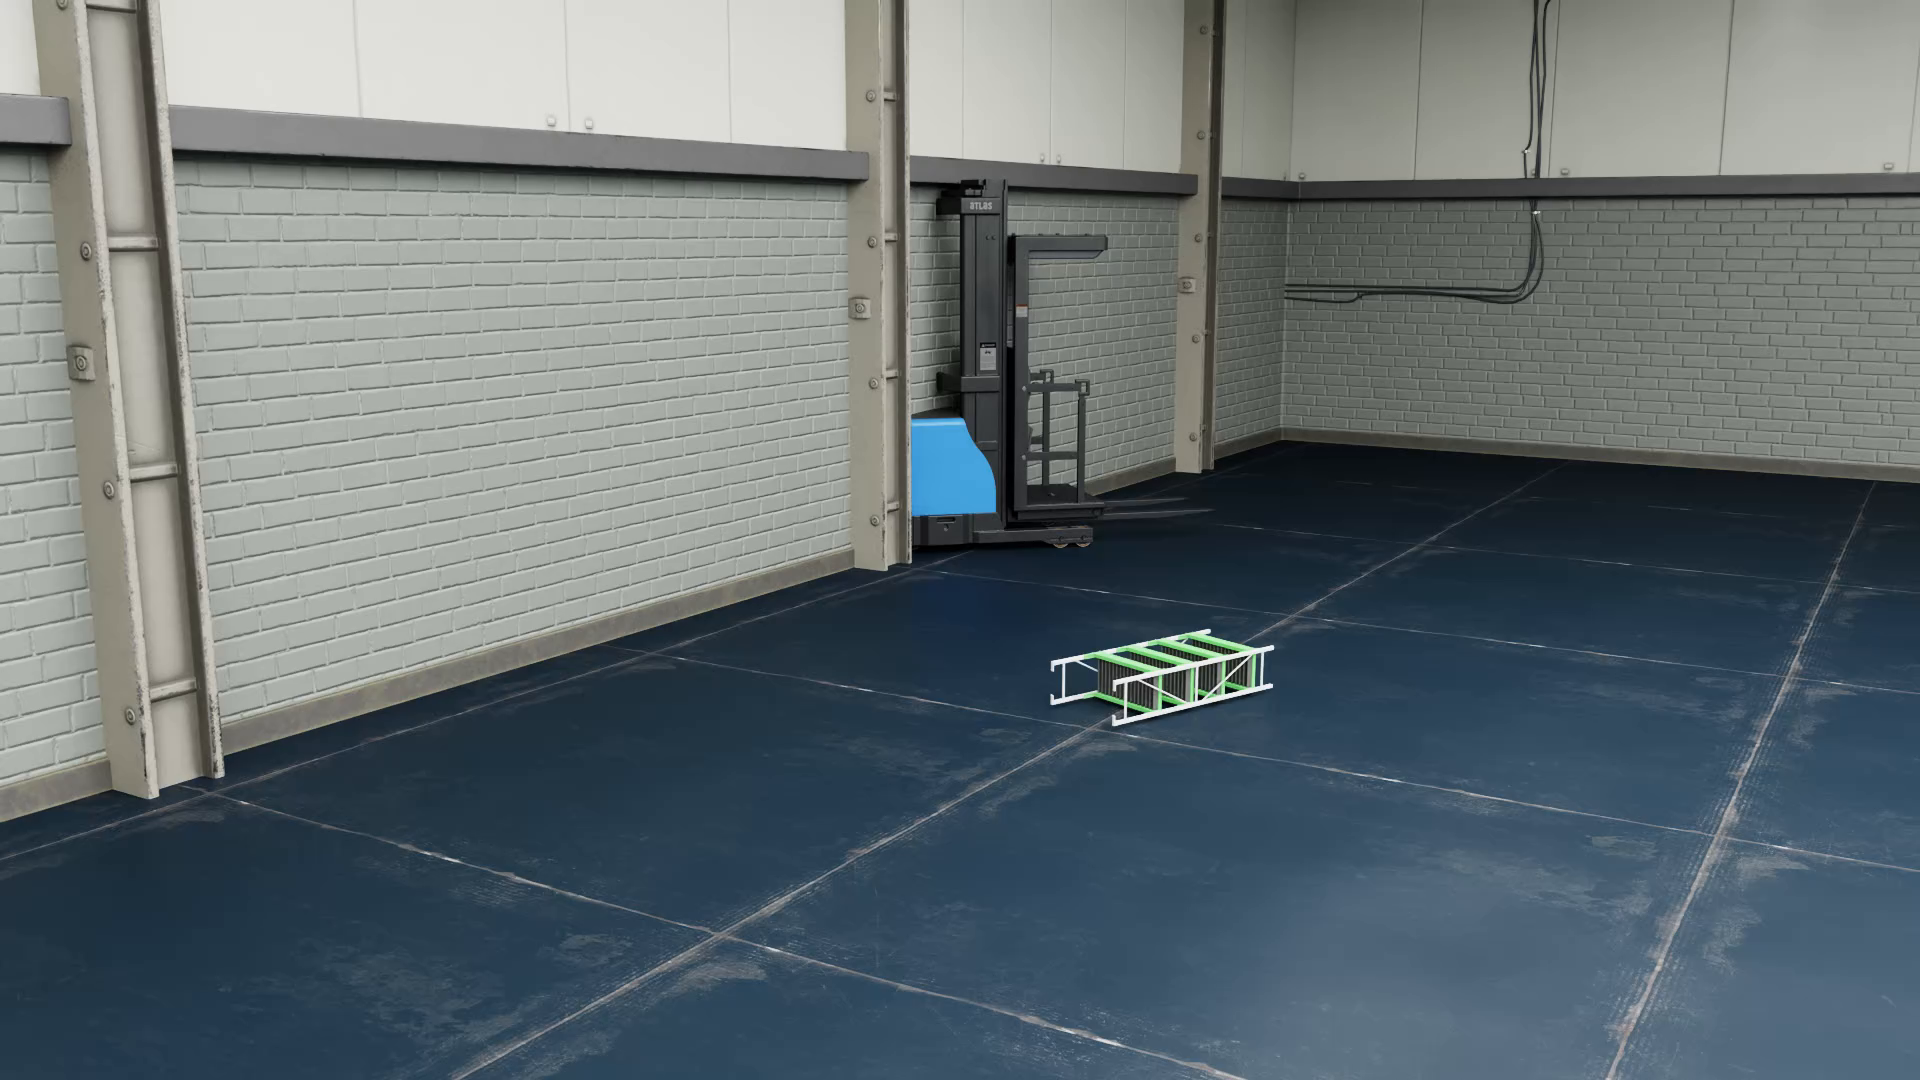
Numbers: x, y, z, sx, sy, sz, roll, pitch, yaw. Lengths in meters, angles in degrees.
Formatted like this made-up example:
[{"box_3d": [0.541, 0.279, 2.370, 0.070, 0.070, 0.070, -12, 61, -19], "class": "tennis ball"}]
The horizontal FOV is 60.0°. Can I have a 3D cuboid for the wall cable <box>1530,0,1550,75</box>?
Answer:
[{"box_3d": [7.482, -6.211, 17.303, 3.097, 2.526, 0.112, 6, 12, 31], "class": "wall cable"}]

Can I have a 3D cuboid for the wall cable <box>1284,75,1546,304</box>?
[{"box_3d": [5.170, -3.987, 19.148, 3.097, 2.526, 0.112, 6, 12, 31], "class": "wall cable"}]

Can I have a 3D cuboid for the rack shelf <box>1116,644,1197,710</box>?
[{"box_3d": [1.068, 0.747, 9.080, 0.148, 0.258, 0.480, -8, 13, -37], "class": "rack shelf"}]

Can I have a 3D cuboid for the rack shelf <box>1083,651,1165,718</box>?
[{"box_3d": [0.878, 0.774, 8.937, 0.148, 0.258, 0.480, -8, 13, -37], "class": "rack shelf"}]

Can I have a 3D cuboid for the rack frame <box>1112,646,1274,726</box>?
[{"box_3d": [1.267, 0.775, 8.928, 1.200, 0.240, 0.015, -8, 13, -37], "class": "rack frame"}]

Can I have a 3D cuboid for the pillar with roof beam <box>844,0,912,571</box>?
[{"box_3d": [3.074, -3.821, 9.825, 9.100, 9.000, 0.400, 6, 12, 31], "class": "pillar with roof beam"}]

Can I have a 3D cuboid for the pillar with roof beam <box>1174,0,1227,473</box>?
[{"box_3d": [6.189, -4.765, 14.865, 9.100, 9.000, 0.400, 6, 12, 31], "class": "pillar with roof beam"}]

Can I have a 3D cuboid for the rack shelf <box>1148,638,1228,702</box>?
[{"box_3d": [1.259, 0.720, 9.224, 0.148, 0.258, 0.480, -8, 13, -37], "class": "rack shelf"}]

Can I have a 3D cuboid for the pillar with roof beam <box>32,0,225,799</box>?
[{"box_3d": [-0.041, -2.878, 4.784, 9.100, 9.000, 0.400, 6, 12, 31], "class": "pillar with roof beam"}]

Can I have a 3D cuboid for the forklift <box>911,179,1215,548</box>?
[{"box_3d": [0.606, -1.468, 13.745, 3.031, 2.935, 1.130, -3, 11, -14], "class": "forklift"}]

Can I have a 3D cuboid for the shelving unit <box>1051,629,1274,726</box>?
[{"box_3d": [1.119, 0.740, 9.119, 1.200, 0.258, 0.503, -8, 13, -37], "class": "shelving unit"}]

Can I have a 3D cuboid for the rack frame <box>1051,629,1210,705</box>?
[{"box_3d": [0.970, 0.704, 9.309, 1.200, 0.240, 0.015, -8, 13, -37], "class": "rack frame"}]

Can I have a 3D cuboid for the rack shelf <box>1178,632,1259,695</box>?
[{"box_3d": [1.449, 0.693, 9.368, 0.148, 0.258, 0.480, -8, 13, -37], "class": "rack shelf"}]
